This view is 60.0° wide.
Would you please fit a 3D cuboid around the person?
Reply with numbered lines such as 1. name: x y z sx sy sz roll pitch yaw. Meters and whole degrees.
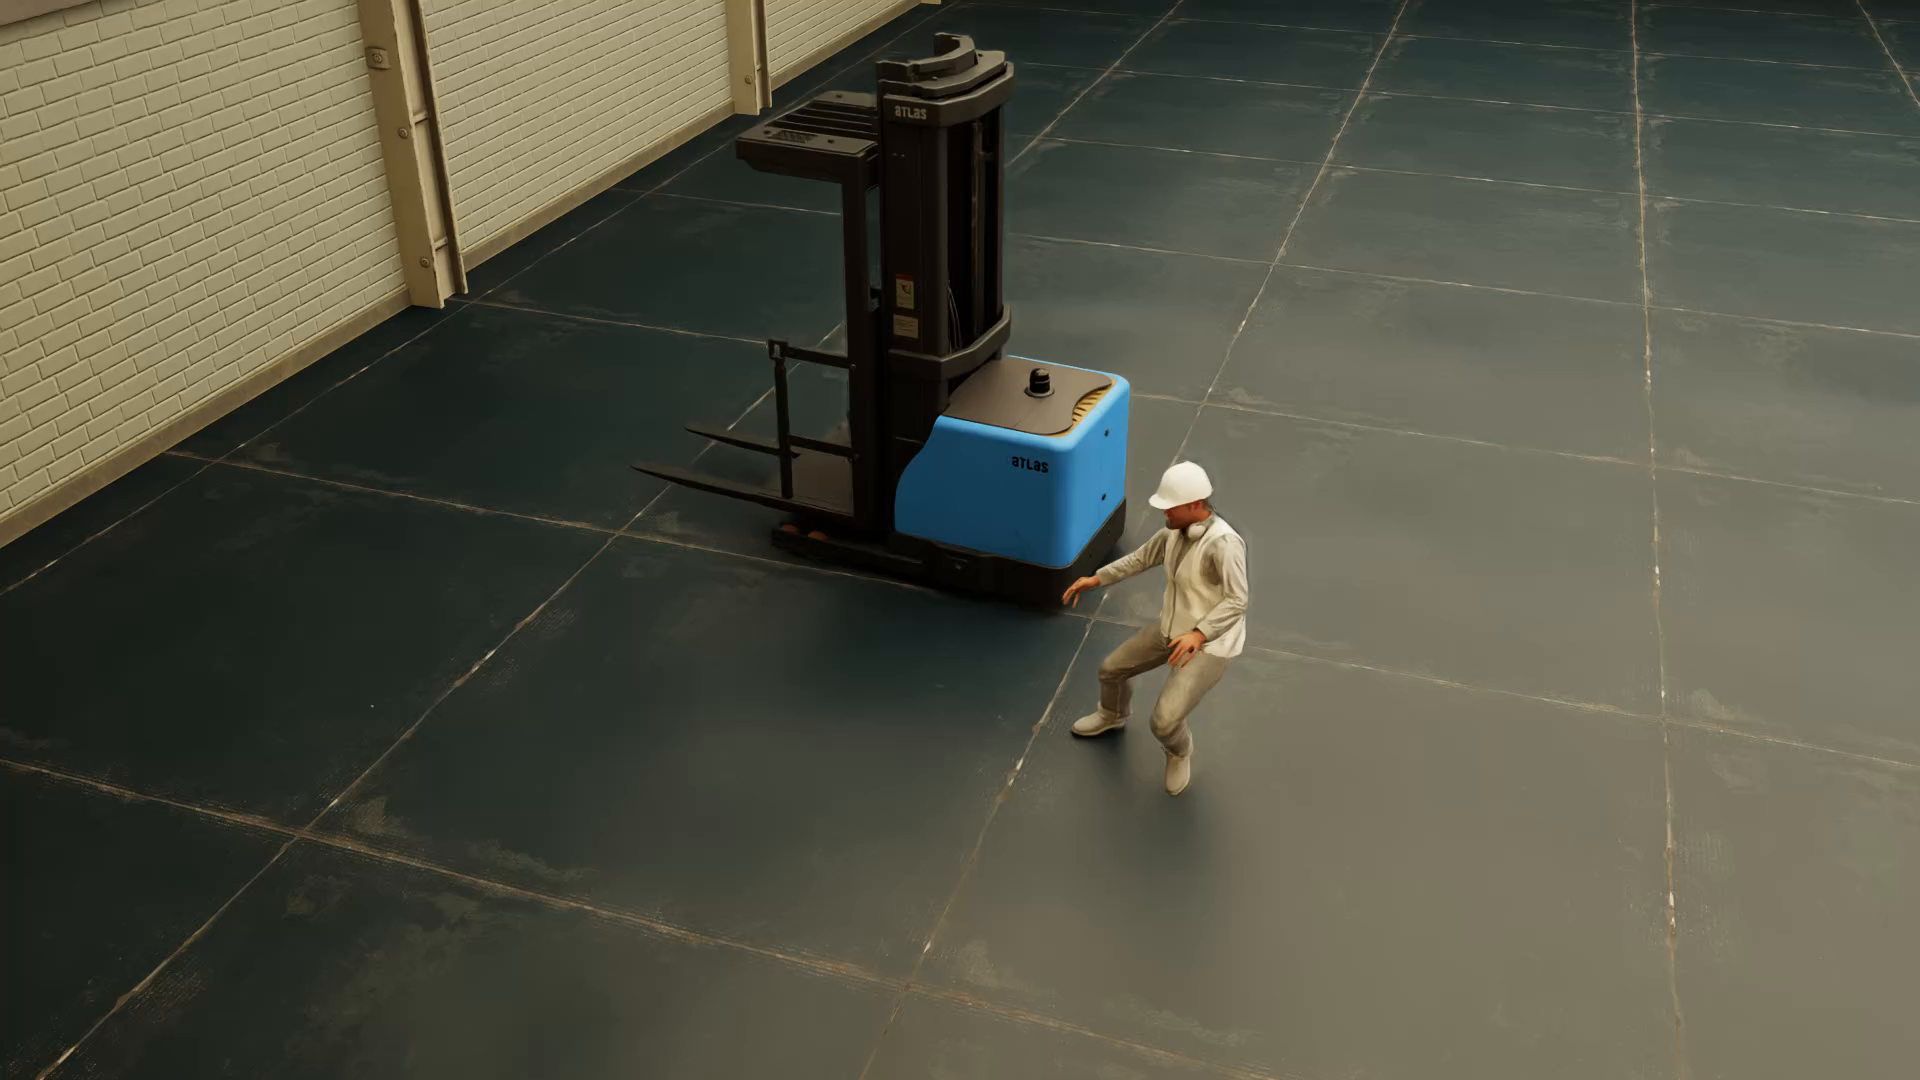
1. person: 0.941 0.414 7.763 0.751 1.596 0.887 -13 32 -21

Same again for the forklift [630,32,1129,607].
1. forklift: -0.568 -1.379 9.556 3.031 2.935 1.130 13 32 22
